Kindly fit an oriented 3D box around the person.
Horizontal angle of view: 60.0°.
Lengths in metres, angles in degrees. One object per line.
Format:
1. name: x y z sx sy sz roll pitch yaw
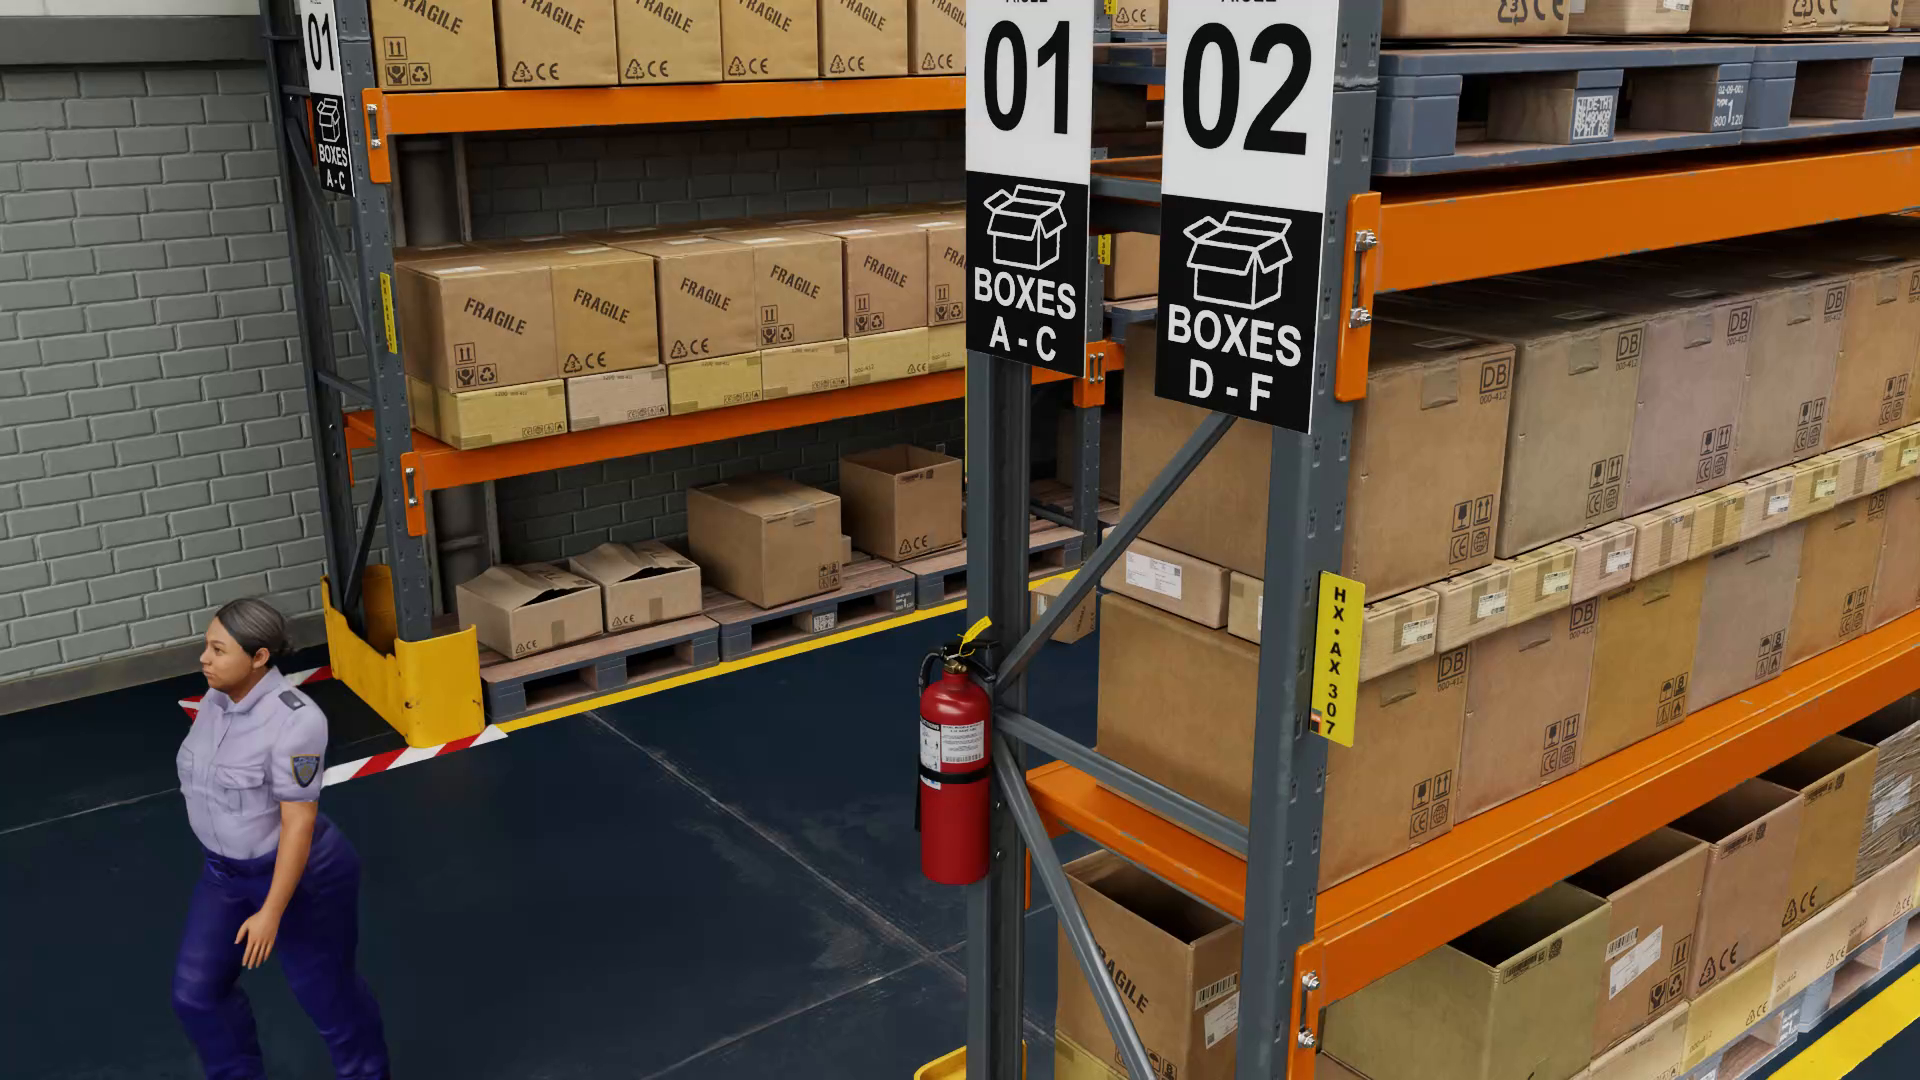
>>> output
1. person: -1.899 0.900 4.584 0.490 1.559 0.490 11 21 30
